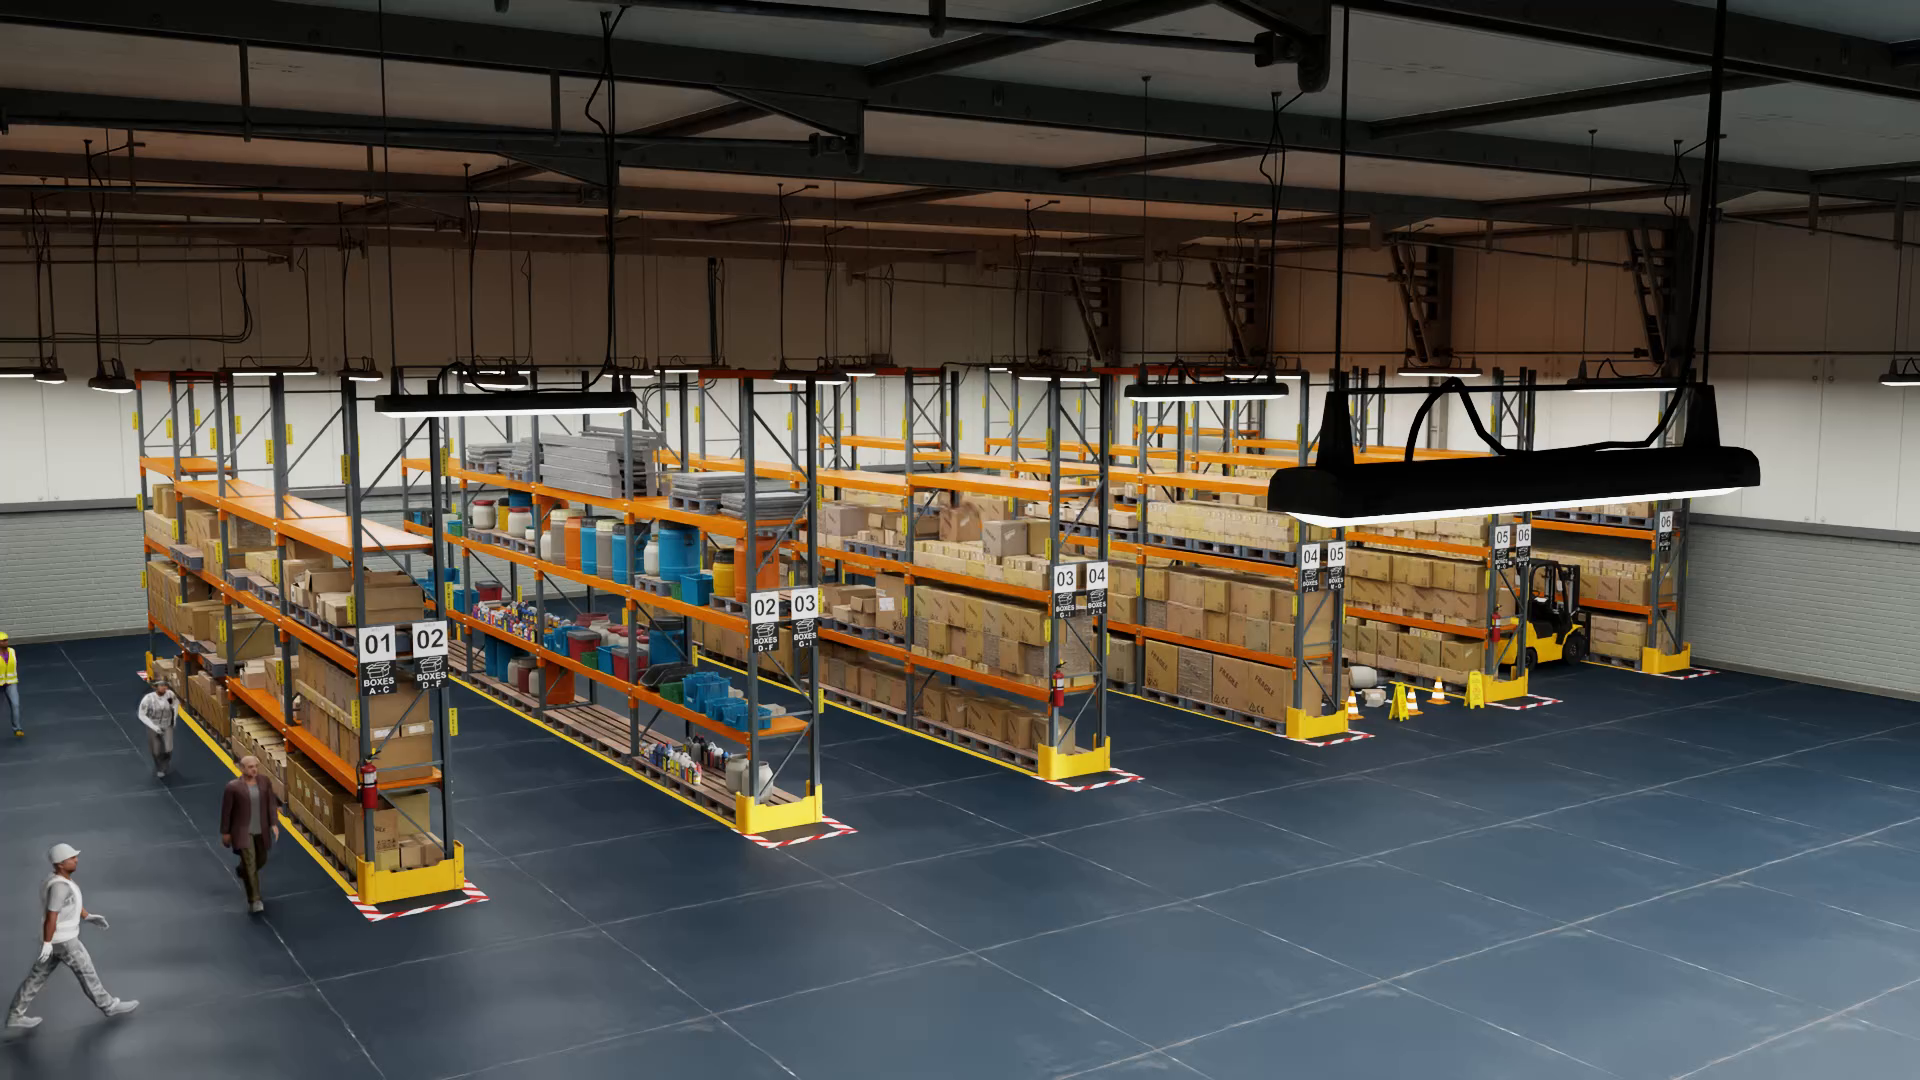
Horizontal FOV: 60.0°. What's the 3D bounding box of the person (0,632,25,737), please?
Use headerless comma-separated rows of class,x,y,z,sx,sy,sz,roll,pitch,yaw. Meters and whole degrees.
person,-15.779,2.374,27.394,0.530,1.728,1.036,-6,9,-43

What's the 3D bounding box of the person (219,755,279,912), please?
person,-8.177,3.318,19.140,1.124,1.720,0.607,5,8,39

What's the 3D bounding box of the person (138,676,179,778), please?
person,-11.867,2.764,24.656,0.575,1.589,0.651,-4,7,-29

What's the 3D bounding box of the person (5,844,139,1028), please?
person,-8.382,3.696,15.626,1.120,1.712,0.591,-4,7,-30
